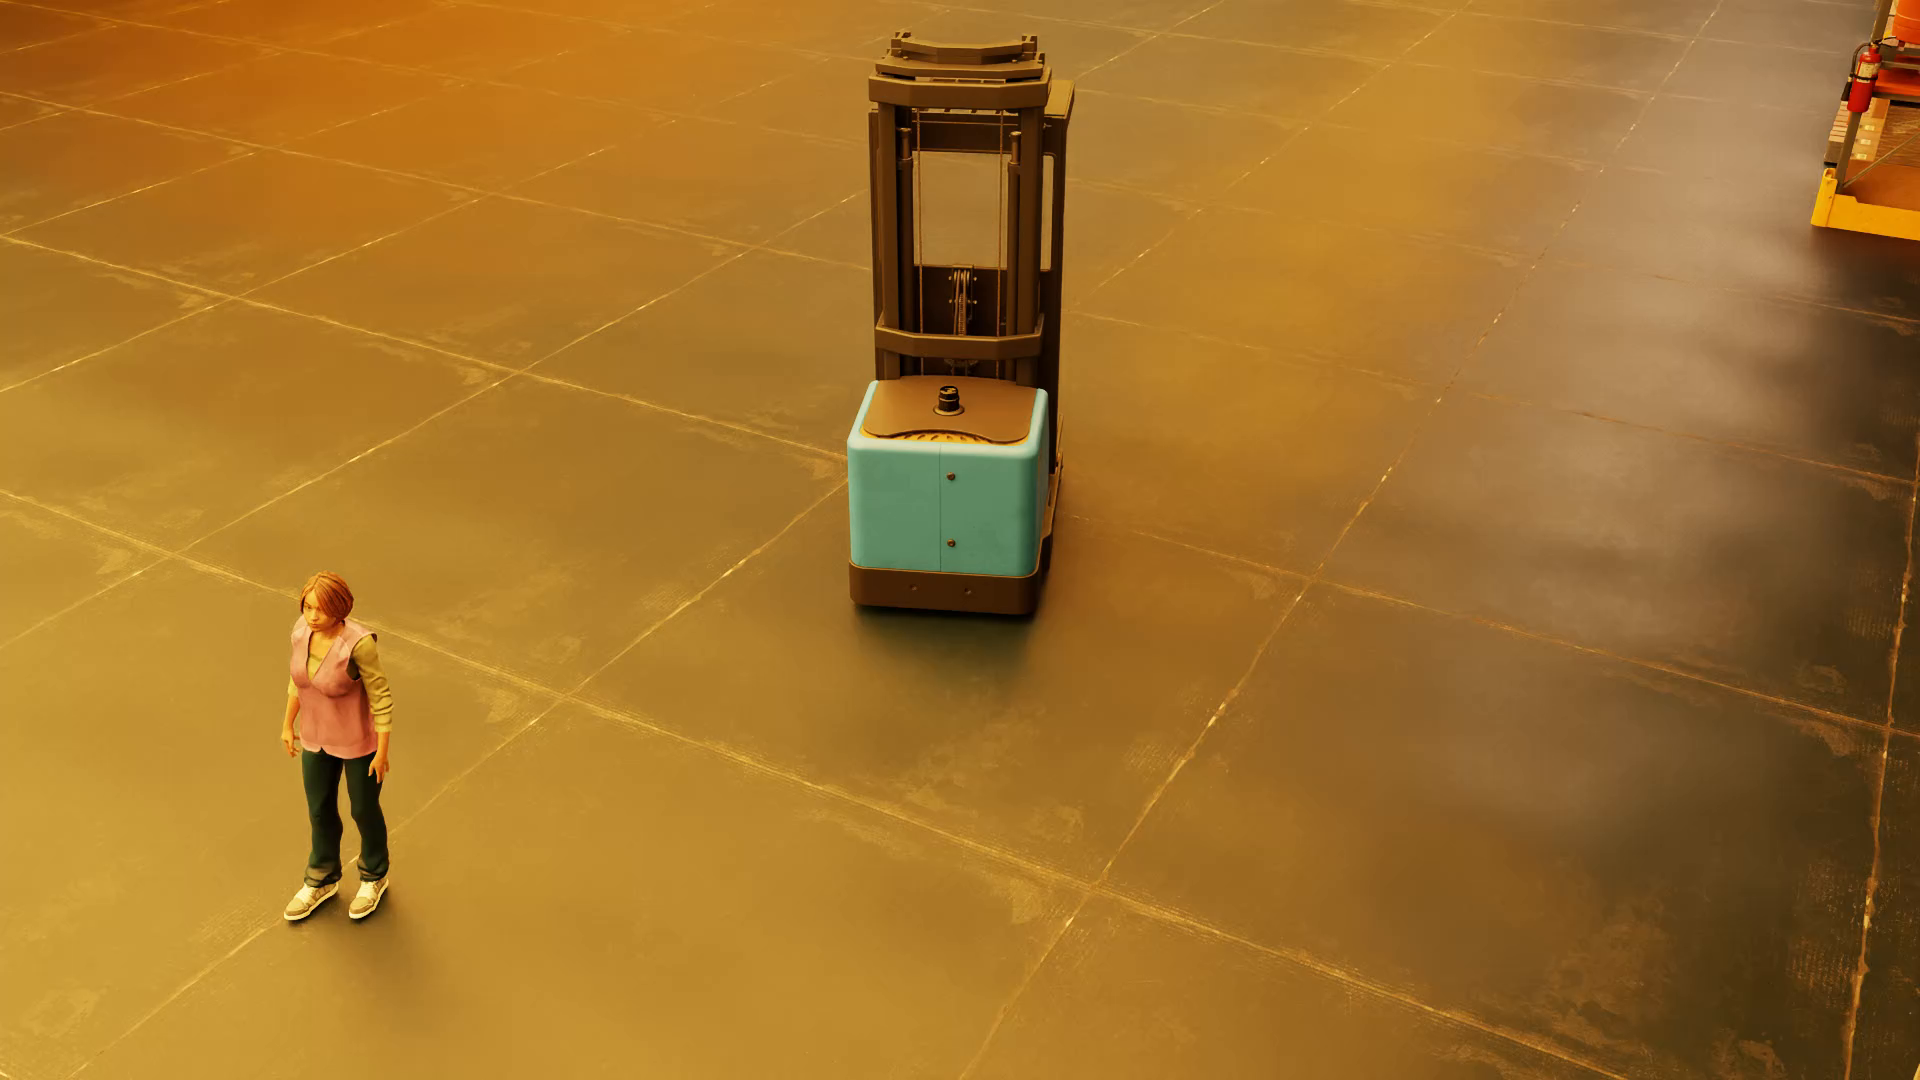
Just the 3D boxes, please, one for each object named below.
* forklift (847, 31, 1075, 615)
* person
[{"bbox_3d":[0.072,-1.572,9.794,1.130,2.935,3.031,3,30,6],"label":"forklift"},{"bbox_3d":[-2.602,0.878,6.870,0.520,1.596,0.475,10,31,16],"label":"person"}]
